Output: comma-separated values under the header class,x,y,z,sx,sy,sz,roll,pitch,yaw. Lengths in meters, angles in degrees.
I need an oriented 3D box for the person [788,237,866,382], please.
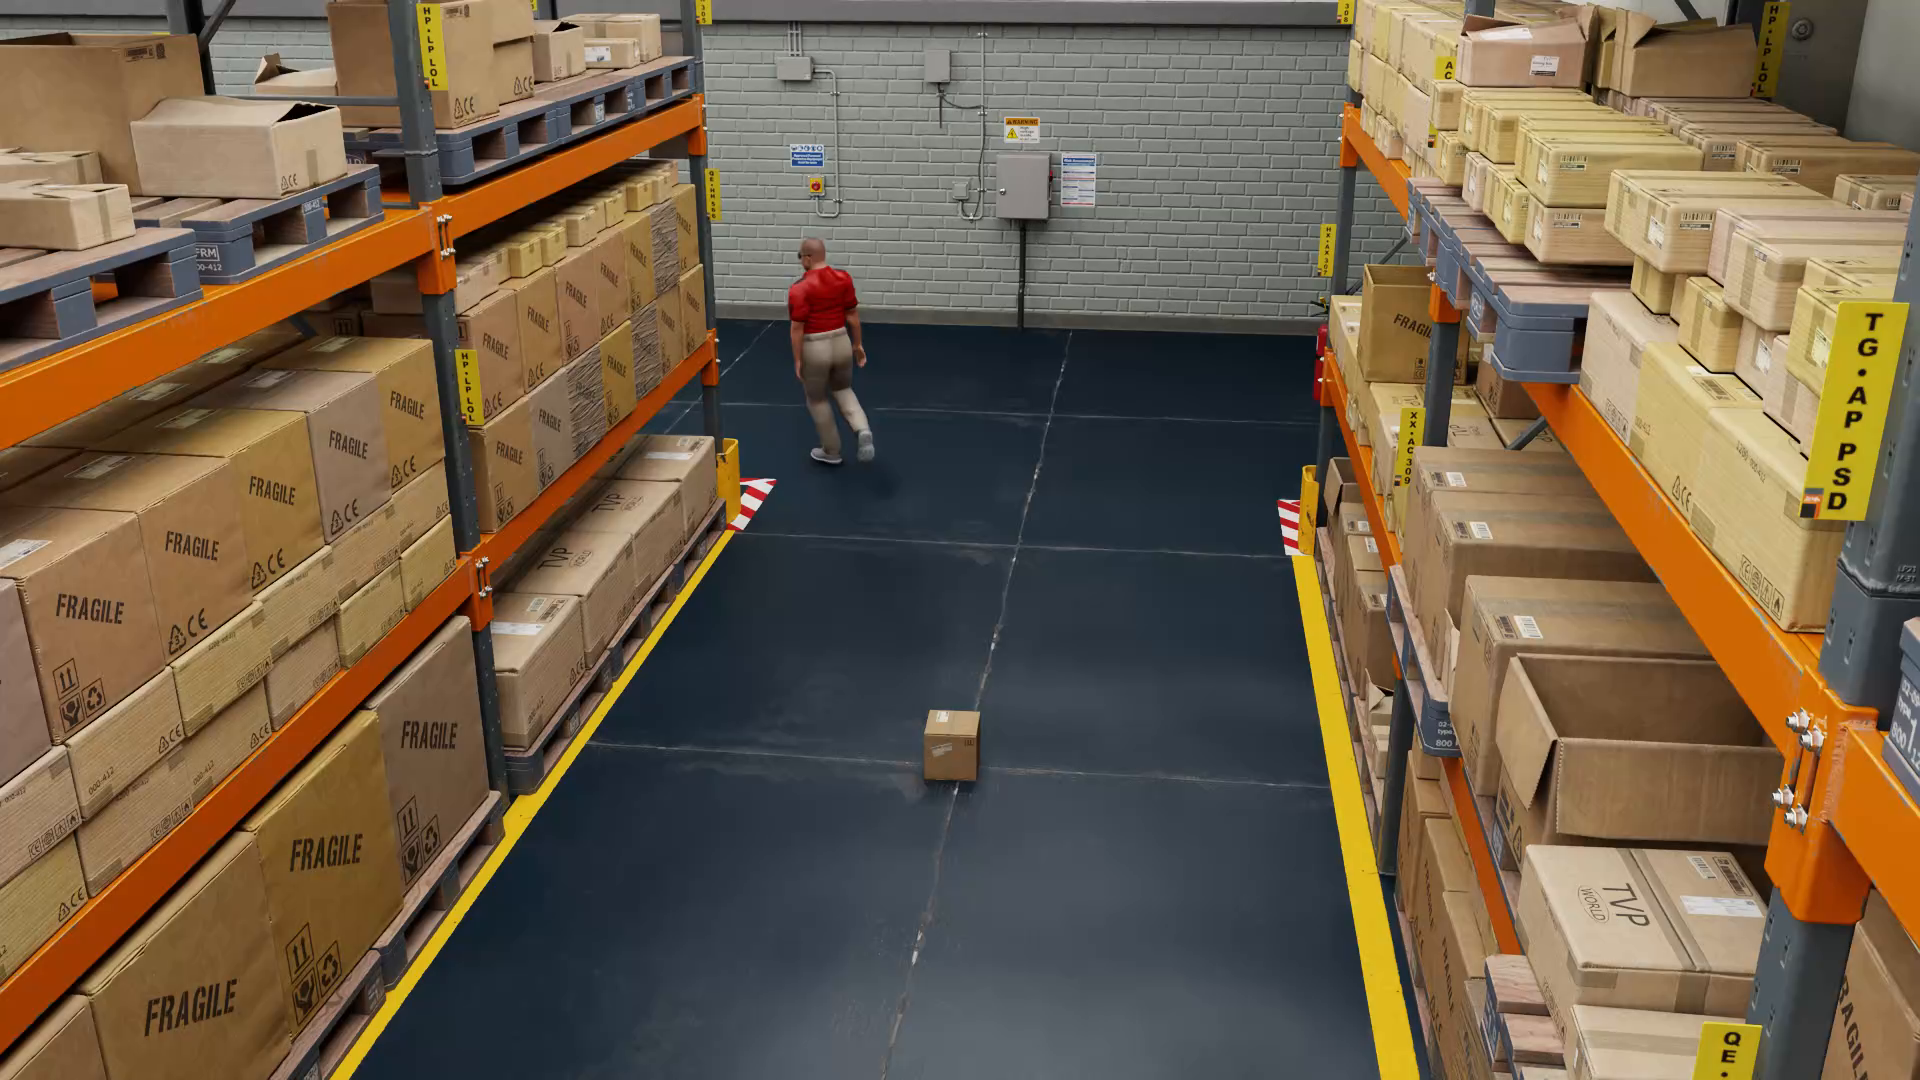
class,x,y,z,sx,sy,sz,roll,pitch,yaw
person,-0.981,-1.674,12.004,0.619,1.049,0.343,-13,24,-29
